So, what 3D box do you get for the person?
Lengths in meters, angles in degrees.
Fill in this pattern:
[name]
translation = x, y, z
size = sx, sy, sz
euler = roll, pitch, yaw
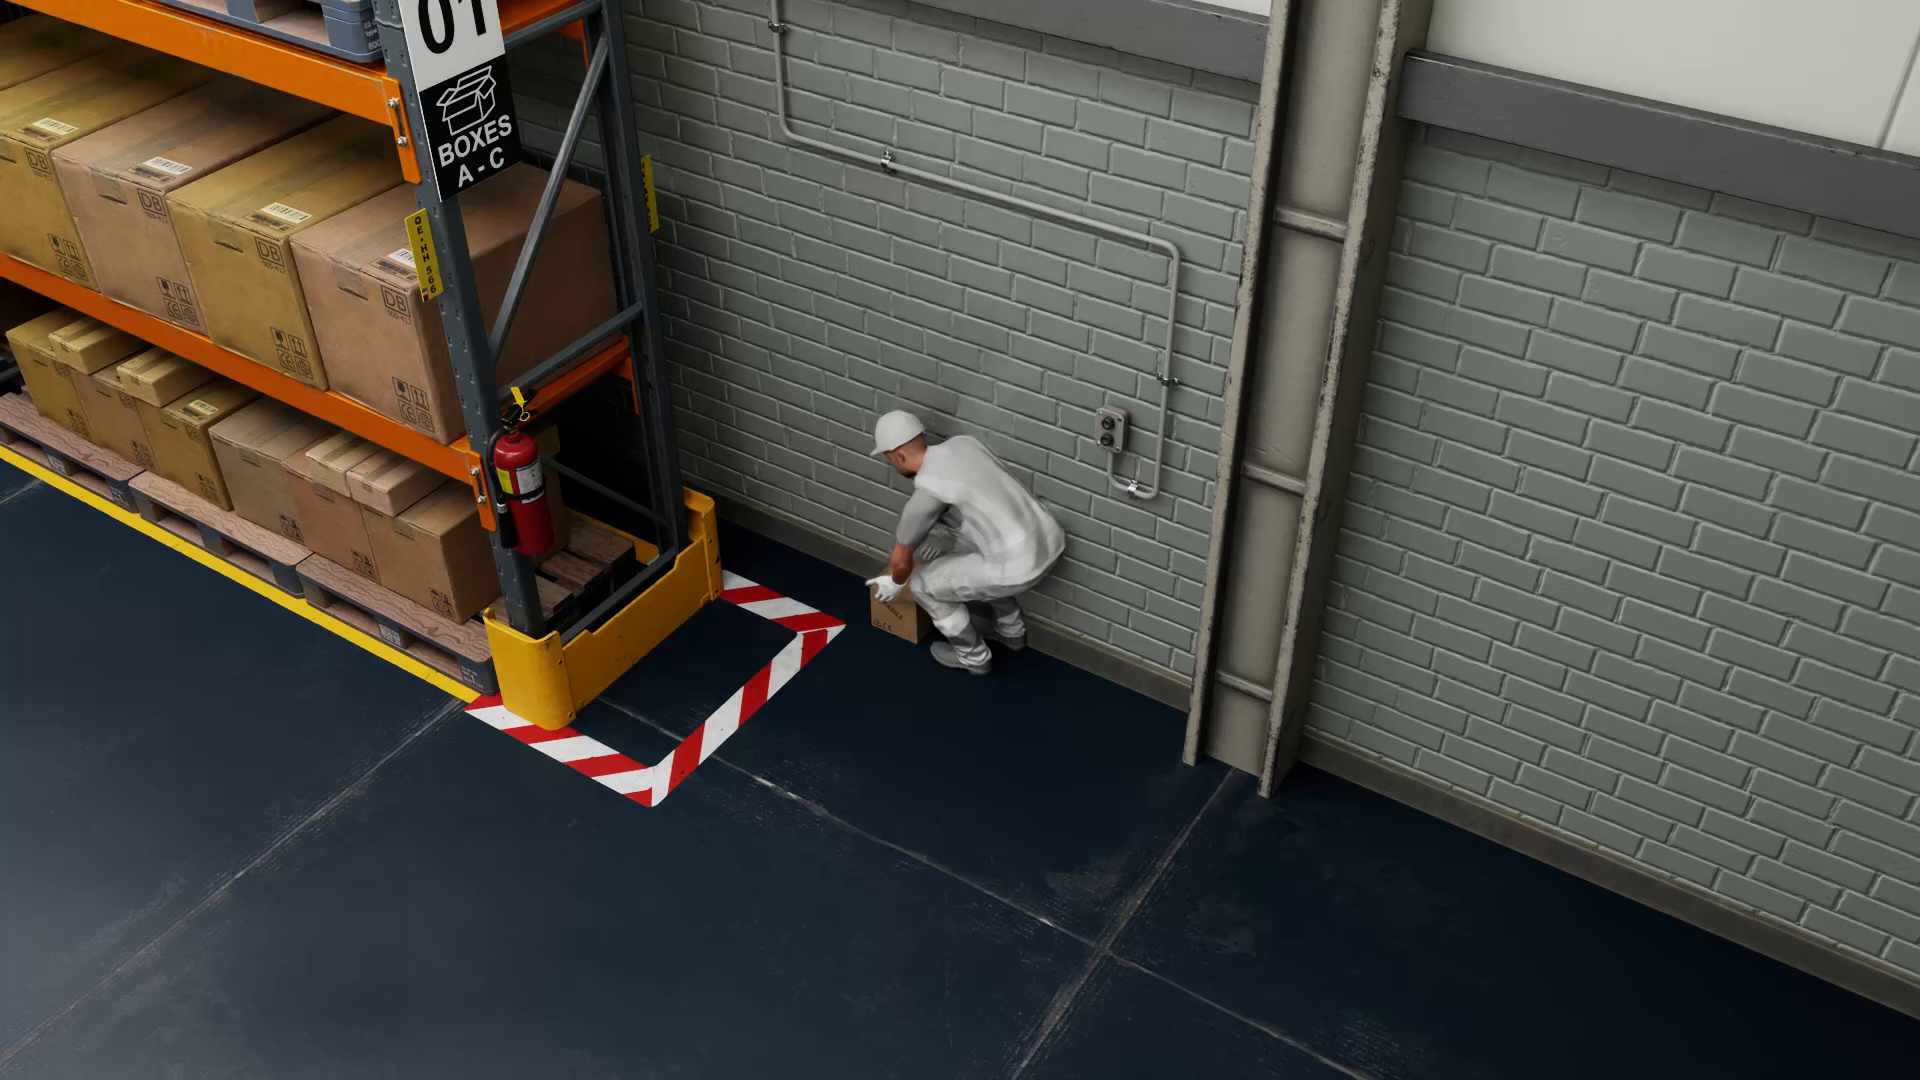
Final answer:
[person]
translation = 0.011, 0.033, 7.121
size = 0.852, 1.172, 0.584
euler = 22, 43, 25
